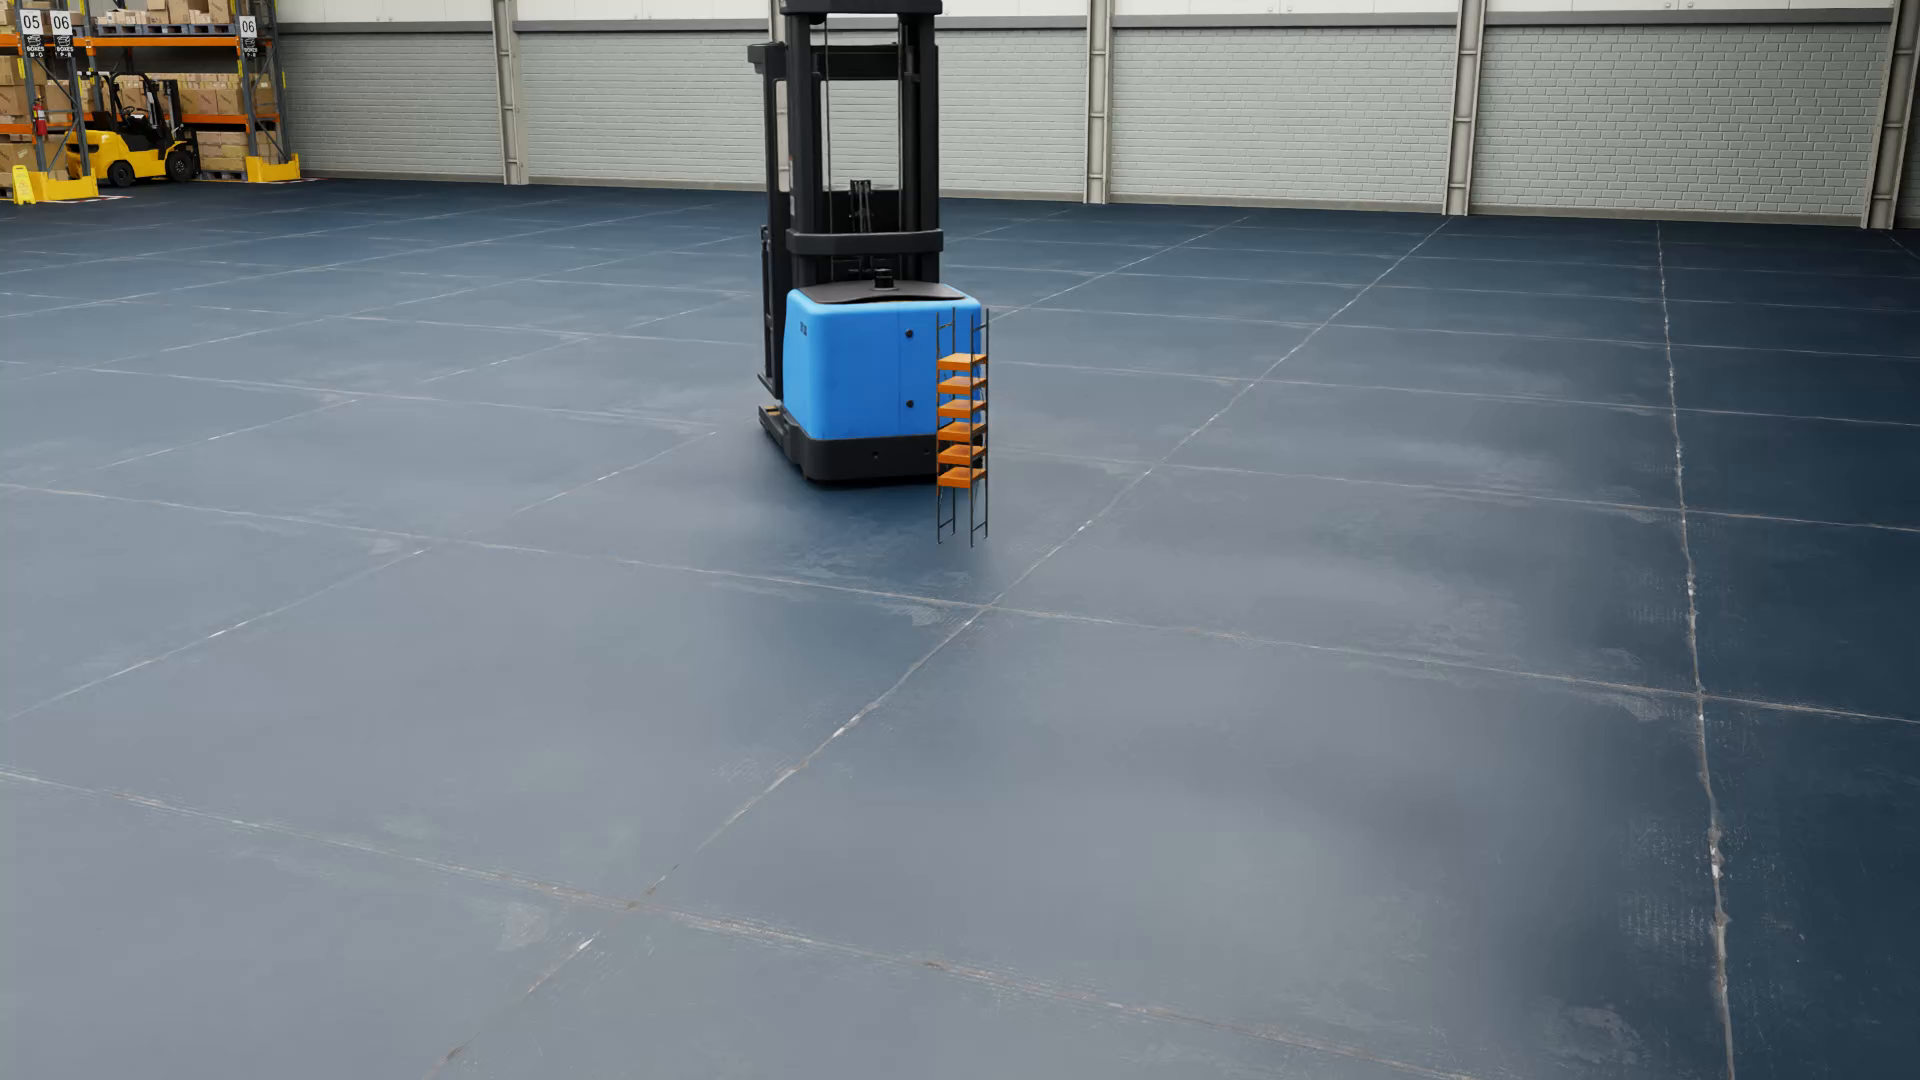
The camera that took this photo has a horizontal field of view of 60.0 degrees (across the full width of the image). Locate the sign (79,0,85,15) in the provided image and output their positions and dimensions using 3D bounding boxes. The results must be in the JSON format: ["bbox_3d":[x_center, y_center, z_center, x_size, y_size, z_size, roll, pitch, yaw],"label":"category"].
[{"bbox_3d":[-17.971,-10.922,34.042,0.005,0.325,0.100,6,17,21],"label":"sign"}]

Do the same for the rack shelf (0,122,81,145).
[{"bbox_3d":[-17.738,-7.386,30.024,4.000,0.370,1.077,6,17,21],"label":"rack shelf"}]

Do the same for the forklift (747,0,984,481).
[{"bbox_3d":[-0.734,-2.119,10.716,1.130,2.935,3.031,-4,17,-14],"label":"forklift"}]

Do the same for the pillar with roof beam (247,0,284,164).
[{"bbox_3d":[-15.957,-10.884,30.023,0.400,9.000,9.100,6,17,21],"label":"pillar with roof beam"}]

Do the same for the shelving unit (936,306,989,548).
[{"bbox_3d":[0.013,-0.575,8.501,0.189,1.200,0.258,6,17,21],"label":"shelving unit"}]

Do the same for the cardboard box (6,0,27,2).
[{"bbox_3d":[-19.971,-11.129,35.137,0.500,0.500,0.500,7,17,22],"label":"cardboard box"}]

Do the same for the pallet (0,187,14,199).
[{"bbox_3d":[-16.691,-6.287,29.952,1.213,0.211,1.003,6,17,21],"label":"pallet"}]

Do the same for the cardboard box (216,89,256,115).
[{"bbox_3d":[-14.614,-8.844,33.580,0.500,0.500,0.500,6,17,19],"label":"cardboard box"}]

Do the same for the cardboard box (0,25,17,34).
[{"bbox_3d":[-16.312,-8.810,28.712,0.250,0.149,0.380,6,17,21],"label":"cardboard box"}]

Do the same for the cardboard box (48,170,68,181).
[{"bbox_3d":[-16.527,-6.562,30.075,0.500,0.250,0.500,6,17,20],"label":"cardboard box"}]

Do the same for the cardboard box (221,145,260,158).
[{"bbox_3d":[-14.628,-7.904,33.802,0.500,0.250,0.500,6,17,20],"label":"cardboard box"}]

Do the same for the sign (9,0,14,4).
[{"bbox_3d":[-16.100,-9.250,28.189,0.005,0.325,0.100,6,17,21],"label":"sign"}]

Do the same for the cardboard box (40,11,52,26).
[{"bbox_3d":[-16.248,-9.158,29.195,0.500,0.250,0.500,6,17,20],"label":"cardboard box"}]

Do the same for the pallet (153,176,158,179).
[{"bbox_3d":[-17.057,-7.792,35.135,1.213,0.211,1.003,6,17,21],"label":"pallet"}]

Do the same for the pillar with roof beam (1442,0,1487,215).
[{"bbox_3d":[6.369,-8.429,21.566,0.400,9.000,9.100,6,17,21],"label":"pillar with roof beam"}]

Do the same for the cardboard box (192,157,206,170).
[{"bbox_3d":[-15.534,-7.768,34.231,0.500,0.250,0.500,6,17,21],"label":"cardboard box"}]

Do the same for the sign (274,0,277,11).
[{"bbox_3d":[-13.851,-10.856,33.597,0.005,0.325,0.100,6,17,21],"label":"sign"}]

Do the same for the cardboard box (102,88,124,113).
[{"bbox_3d":[-17.464,-9.158,34.661,0.500,0.500,0.500,6,17,19],"label":"cardboard box"}]

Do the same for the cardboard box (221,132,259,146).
[{"bbox_3d":[-14.603,-8.142,33.724,0.500,0.250,0.500,7,18,22],"label":"cardboard box"}]

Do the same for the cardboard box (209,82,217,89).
[{"bbox_3d":[-14.953,-9.197,33.632,0.250,0.149,0.380,7,17,22],"label":"cardboard box"}]

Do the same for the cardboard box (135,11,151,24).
[{"bbox_3d":[-16.512,-10.618,33.798,0.258,0.266,0.396,6,17,19],"label":"cardboard box"}]

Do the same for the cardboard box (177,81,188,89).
[{"bbox_3d":[-15.688,-9.261,33.852,0.250,0.149,0.380,6,17,21],"label":"cardboard box"}]

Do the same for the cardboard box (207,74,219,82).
[{"bbox_3d":[-14.965,-9.335,33.574,0.250,0.149,0.380,7,17,22],"label":"cardboard box"}]

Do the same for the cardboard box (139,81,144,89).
[{"bbox_3d":[-16.641,-9.365,34.209,0.250,0.149,0.380,6,17,20],"label":"cardboard box"}]

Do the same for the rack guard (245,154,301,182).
[{"bbox_3d":[-14.038,-7.611,33.995,0.348,0.500,1.175,6,17,21],"label":"rack guard"}]

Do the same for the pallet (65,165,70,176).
[{"bbox_3d":[-18.481,-7.950,35.678,1.213,0.211,1.003,6,17,21],"label":"pallet"}]

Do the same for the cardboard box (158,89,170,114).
[{"bbox_3d":[-16.042,-9.001,34.118,0.500,0.500,0.500,6,17,21],"label":"cardboard box"}]

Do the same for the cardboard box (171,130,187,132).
[{"bbox_3d":[-16.022,-8.295,34.253,0.500,0.250,0.500,6,17,20],"label":"cardboard box"}]

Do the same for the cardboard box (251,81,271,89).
[{"bbox_3d":[-14.280,-9.276,33.902,0.250,0.149,0.380,6,17,19],"label":"cardboard box"}]

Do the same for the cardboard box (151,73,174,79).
[{"bbox_3d":[-16.366,-9.505,34.158,0.250,0.149,0.380,6,17,20],"label":"cardboard box"}]

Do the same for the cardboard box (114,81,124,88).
[{"bbox_3d":[-17.340,-9.456,34.523,0.250,0.149,0.380,7,17,22],"label":"cardboard box"}]

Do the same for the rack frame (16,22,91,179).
[{"bbox_3d":[-15.878,-7.526,29.219,0.127,3.000,1.000,6,17,21],"label":"rack frame"}]

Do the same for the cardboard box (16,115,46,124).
[{"bbox_3d":[-16.304,-7.389,29.195,0.250,0.149,0.380,7,18,22],"label":"cardboard box"}]

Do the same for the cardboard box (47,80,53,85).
[{"bbox_3d":[-19.149,-9.656,35.212,0.250,0.149,0.380,6,17,19],"label":"cardboard box"}]

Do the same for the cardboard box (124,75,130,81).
[{"bbox_3d":[-17.077,-9.589,34.448,0.250,0.149,0.380,6,17,20],"label":"cardboard box"}]

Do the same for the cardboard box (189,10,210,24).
[{"bbox_3d":[-15.178,-10.472,33.293,0.258,0.266,0.396,6,17,21],"label":"cardboard box"}]

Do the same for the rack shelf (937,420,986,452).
[{"bbox_3d":[0.013,-0.532,8.514,0.180,0.103,0.258,6,17,21],"label":"rack shelf"}]

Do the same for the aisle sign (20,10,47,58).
[{"bbox_3d":[-15.927,-8.693,28.576,0.004,0.787,0.394,6,17,21],"label":"aisle sign"}]

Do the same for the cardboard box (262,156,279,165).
[{"bbox_3d":[-14.445,-7.796,34.327,0.500,0.250,0.500,6,17,21],"label":"cardboard box"}]

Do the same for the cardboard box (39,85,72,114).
[{"bbox_3d":[-16.217,-7.838,29.578,0.500,0.500,0.500,6,17,20],"label":"cardboard box"}]

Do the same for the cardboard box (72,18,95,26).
[{"bbox_3d":[-18.499,-10.931,35.083,0.250,0.149,0.380,6,17,21],"label":"cardboard box"}]

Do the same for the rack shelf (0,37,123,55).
[{"bbox_3d":[-19.642,-10.523,35.451,4.000,0.370,1.077,6,17,21],"label":"rack shelf"}]

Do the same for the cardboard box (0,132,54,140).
[{"bbox_3d":[-20.316,-8.562,36.291,0.625,0.625,0.875,7,18,22],"label":"cardboard box"}]

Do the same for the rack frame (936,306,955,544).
[{"bbox_3d":[-0.072,-0.584,8.534,0.006,1.200,0.240,6,17,21],"label":"rack frame"}]

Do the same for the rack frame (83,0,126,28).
[{"bbox_3d":[-17.781,-12.104,34.228,0.127,3.000,1.000,6,17,21],"label":"rack frame"}]

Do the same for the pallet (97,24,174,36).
[{"bbox_3d":[-16.978,-10.541,34.381,1.213,0.211,1.003,6,17,21],"label":"pallet"}]

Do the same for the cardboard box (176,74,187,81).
[{"bbox_3d":[-15.695,-9.403,33.807,0.250,0.149,0.380,7,17,22],"label":"cardboard box"}]

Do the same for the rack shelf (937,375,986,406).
[{"bbox_3d":[0.013,-0.763,8.447,0.180,0.103,0.258,6,17,21],"label":"rack shelf"}]

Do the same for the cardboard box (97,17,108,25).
[{"bbox_3d":[-17.475,-10.668,34.179,0.250,0.149,0.380,7,17,22],"label":"cardboard box"}]

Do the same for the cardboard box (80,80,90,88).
[{"bbox_3d":[-18.427,-9.582,34.957,0.250,0.149,0.380,6,17,20],"label":"cardboard box"}]

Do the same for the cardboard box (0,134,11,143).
[{"bbox_3d":[-17.085,-7.114,29.468,0.250,0.149,0.380,7,18,22],"label":"cardboard box"}]
